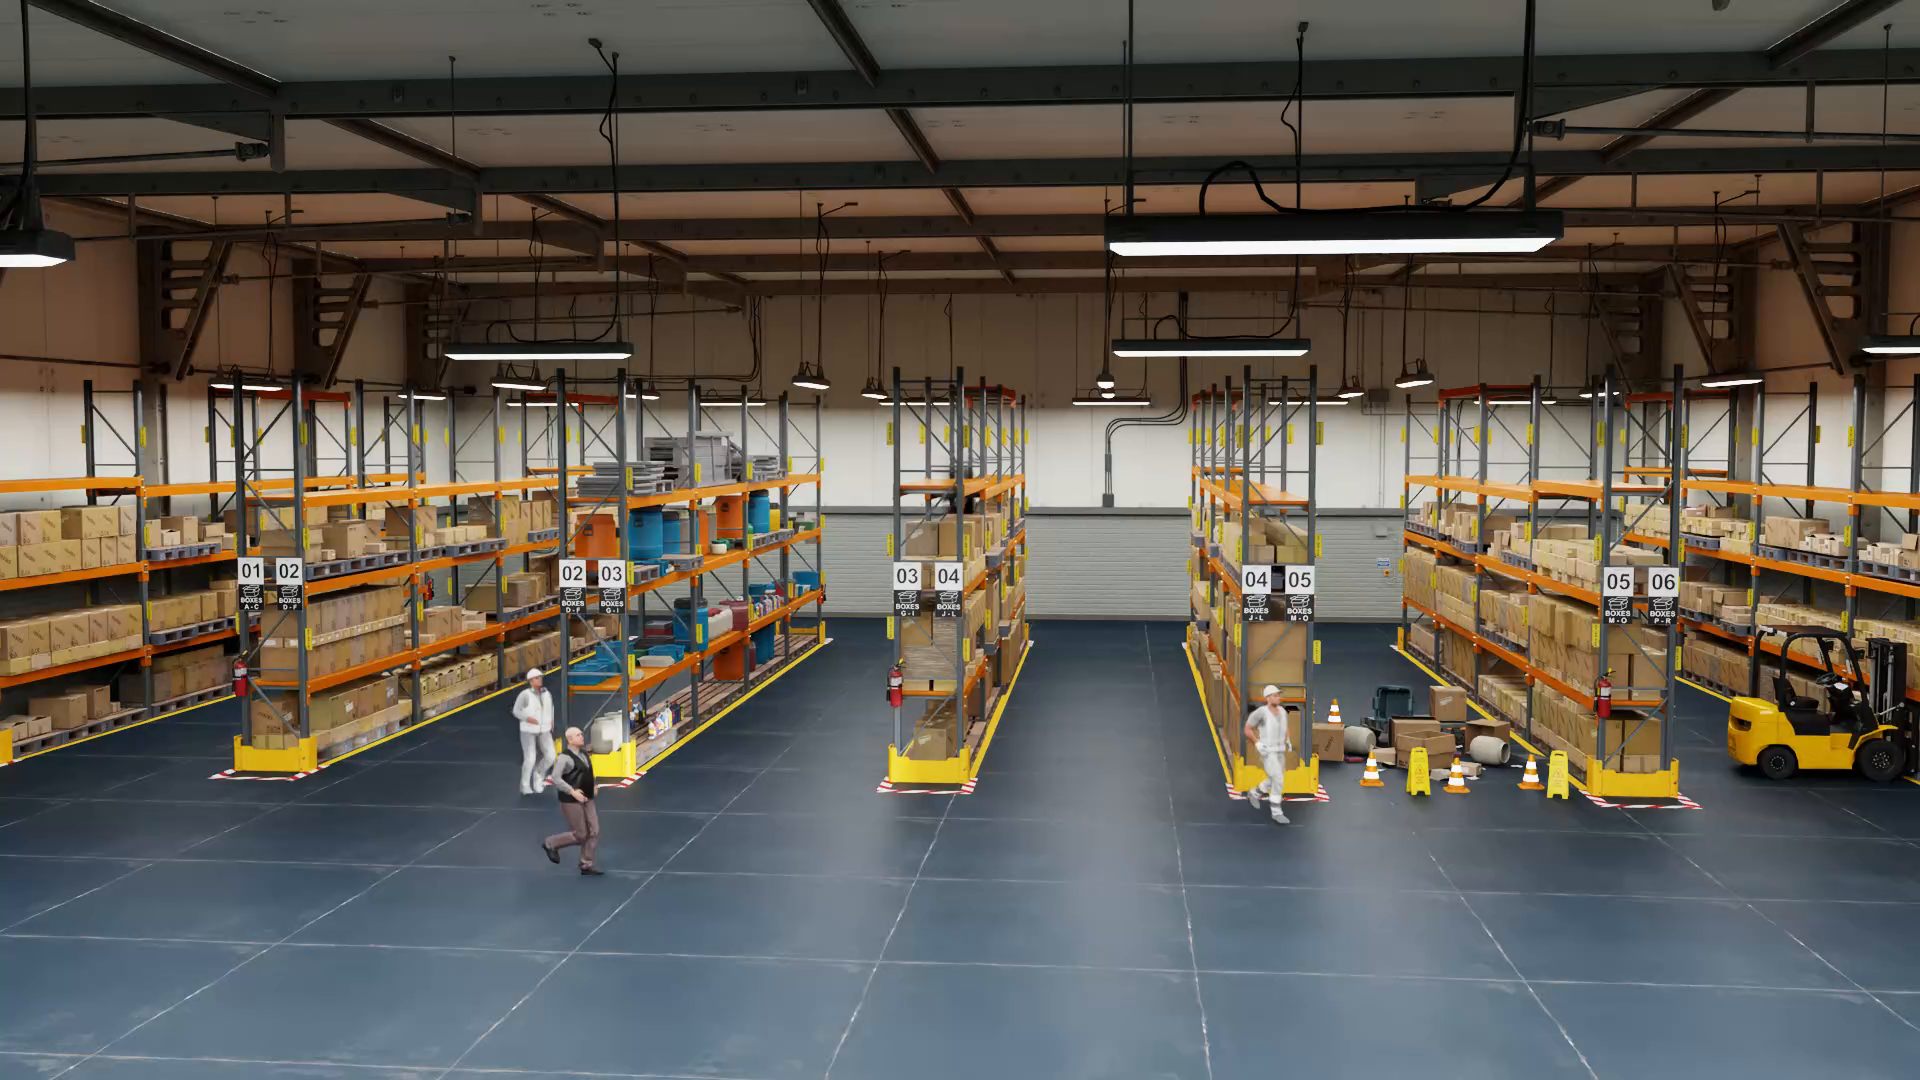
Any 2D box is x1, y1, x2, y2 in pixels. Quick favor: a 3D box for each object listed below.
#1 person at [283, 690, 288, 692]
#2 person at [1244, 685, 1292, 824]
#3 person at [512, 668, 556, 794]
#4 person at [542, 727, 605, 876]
[{"bbox_3d":[-11.703,2.364,29.299,0.709,1.659,0.640,0,4,-7],"label":"person"},{"bbox_3d":[4.033,2.768,21.740,0.675,1.756,0.814,-2,4,-35],"label":"person"},{"bbox_3d":[-5.903,2.680,23.268,0.676,1.751,0.557,-3,5,-40],"label":"person"},{"bbox_3d":[-4.395,2.976,18.970,0.762,1.688,0.675,1,4,20],"label":"person"}]
